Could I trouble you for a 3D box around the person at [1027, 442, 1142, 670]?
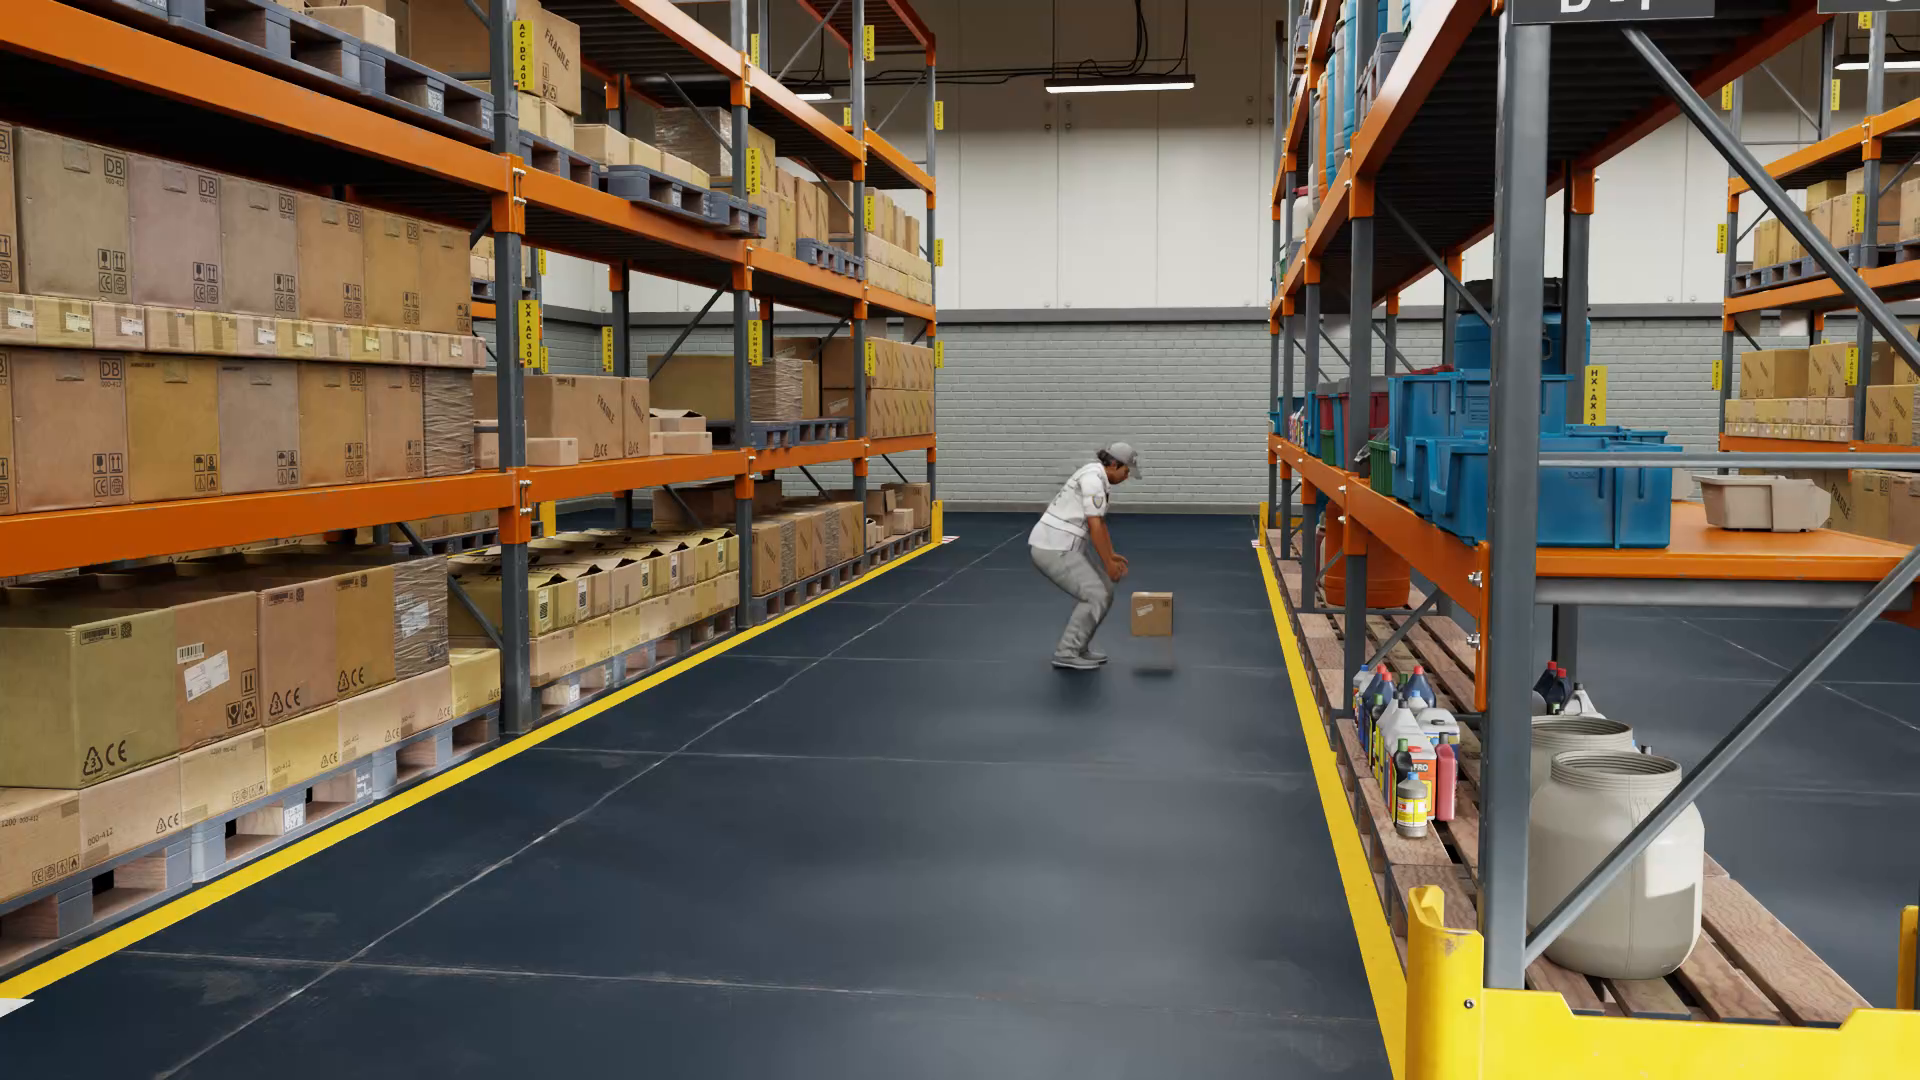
[{"bbox_3d":[0.787,0.089,10.463,0.709,1.406,0.533,1,5,9],"label":"person"}]
